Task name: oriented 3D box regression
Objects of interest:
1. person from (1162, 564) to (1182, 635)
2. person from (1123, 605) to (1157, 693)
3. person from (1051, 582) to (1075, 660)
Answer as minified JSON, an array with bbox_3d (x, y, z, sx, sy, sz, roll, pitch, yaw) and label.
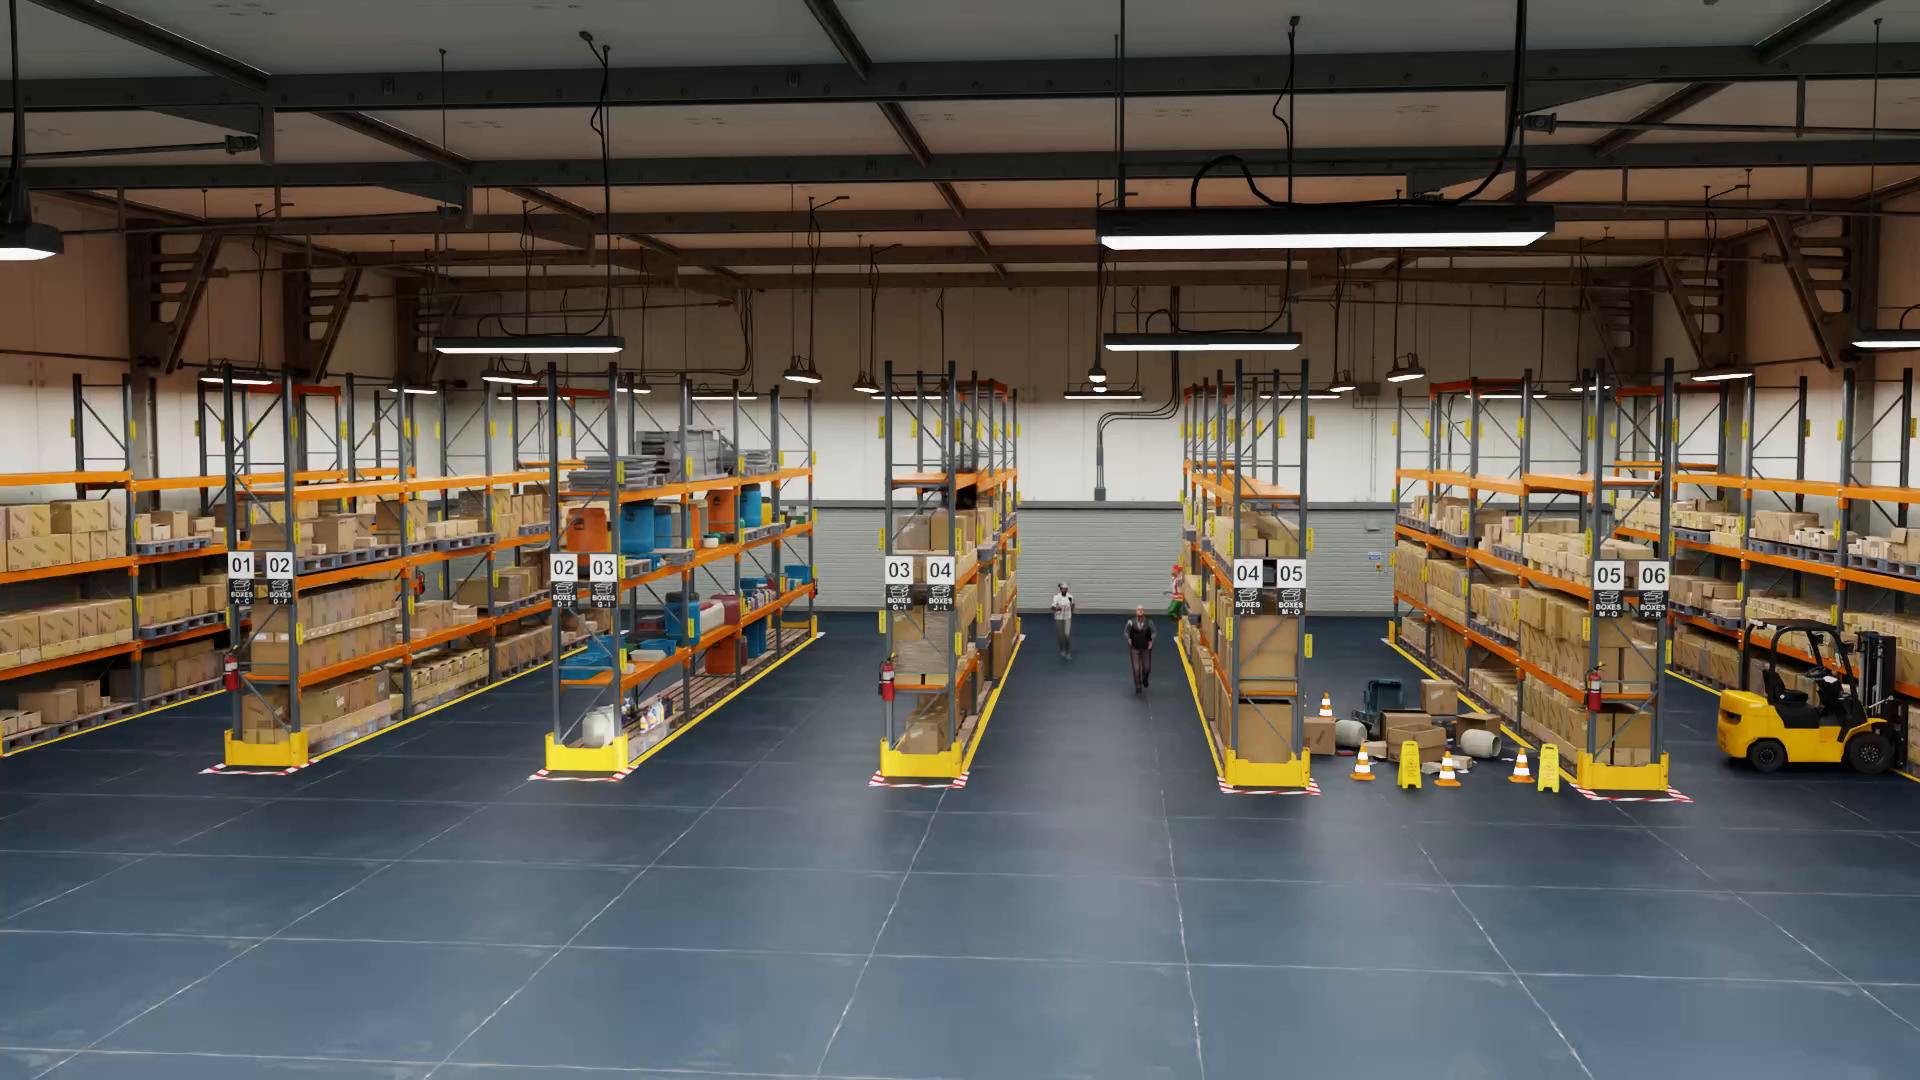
[{"bbox_3d":[5.276,1.466,40.519,0.662,1.740,0.694,-1,4,-13],"label":"person"},{"bbox_3d":[3.436,2.079,31.717,0.656,1.673,0.606,0,4,5],"label":"person"},{"bbox_3d":[2.257,1.782,36.433,0.545,1.752,0.724,0,4,1],"label":"person"}]
